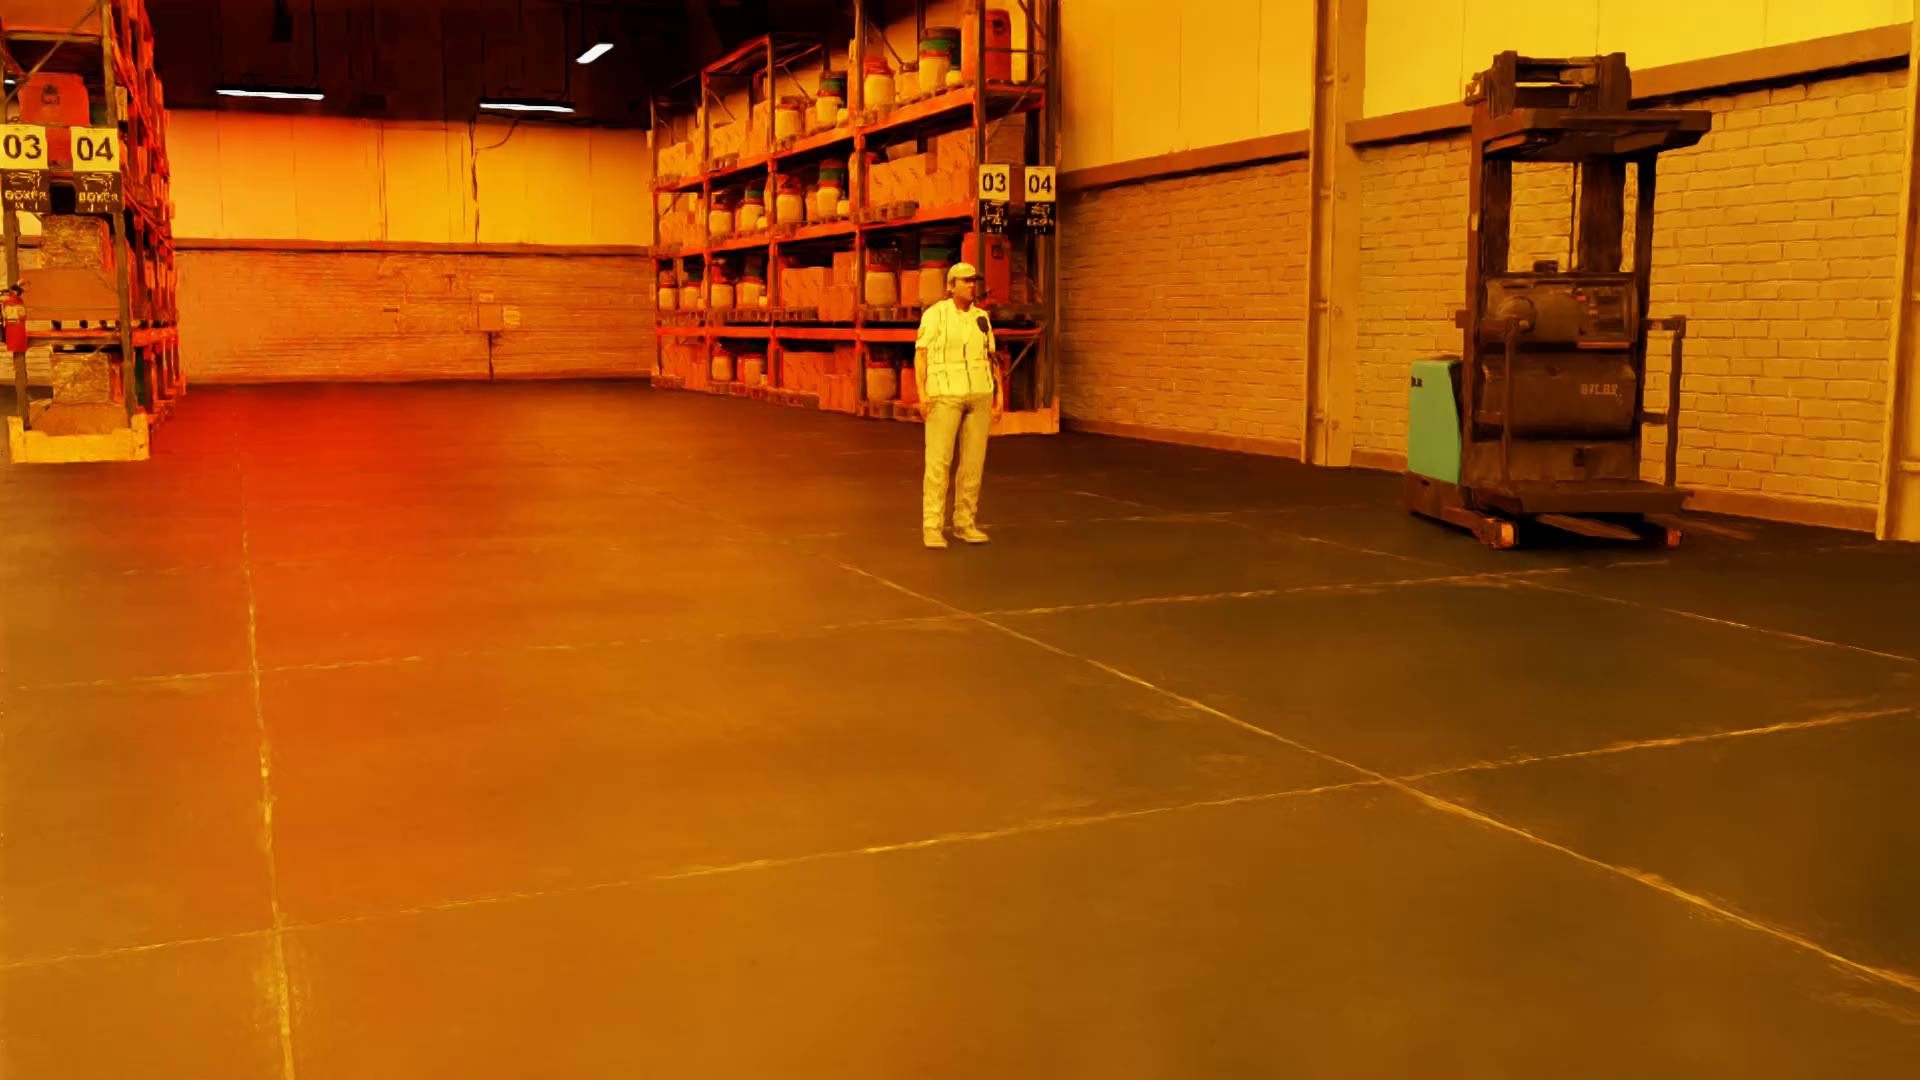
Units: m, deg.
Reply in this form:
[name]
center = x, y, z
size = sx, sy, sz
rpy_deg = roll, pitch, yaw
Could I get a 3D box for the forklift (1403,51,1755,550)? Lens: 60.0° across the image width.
[forklift]
center = 3.656, -1.439, 9.854
size = 1.130, 2.935, 3.031
rpy_deg = 0, 8, -4

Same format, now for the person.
[person]
center = 0.010, -0.823, 9.965
size = 0.598, 1.669, 0.529
rpy_deg = -3, 8, -23
